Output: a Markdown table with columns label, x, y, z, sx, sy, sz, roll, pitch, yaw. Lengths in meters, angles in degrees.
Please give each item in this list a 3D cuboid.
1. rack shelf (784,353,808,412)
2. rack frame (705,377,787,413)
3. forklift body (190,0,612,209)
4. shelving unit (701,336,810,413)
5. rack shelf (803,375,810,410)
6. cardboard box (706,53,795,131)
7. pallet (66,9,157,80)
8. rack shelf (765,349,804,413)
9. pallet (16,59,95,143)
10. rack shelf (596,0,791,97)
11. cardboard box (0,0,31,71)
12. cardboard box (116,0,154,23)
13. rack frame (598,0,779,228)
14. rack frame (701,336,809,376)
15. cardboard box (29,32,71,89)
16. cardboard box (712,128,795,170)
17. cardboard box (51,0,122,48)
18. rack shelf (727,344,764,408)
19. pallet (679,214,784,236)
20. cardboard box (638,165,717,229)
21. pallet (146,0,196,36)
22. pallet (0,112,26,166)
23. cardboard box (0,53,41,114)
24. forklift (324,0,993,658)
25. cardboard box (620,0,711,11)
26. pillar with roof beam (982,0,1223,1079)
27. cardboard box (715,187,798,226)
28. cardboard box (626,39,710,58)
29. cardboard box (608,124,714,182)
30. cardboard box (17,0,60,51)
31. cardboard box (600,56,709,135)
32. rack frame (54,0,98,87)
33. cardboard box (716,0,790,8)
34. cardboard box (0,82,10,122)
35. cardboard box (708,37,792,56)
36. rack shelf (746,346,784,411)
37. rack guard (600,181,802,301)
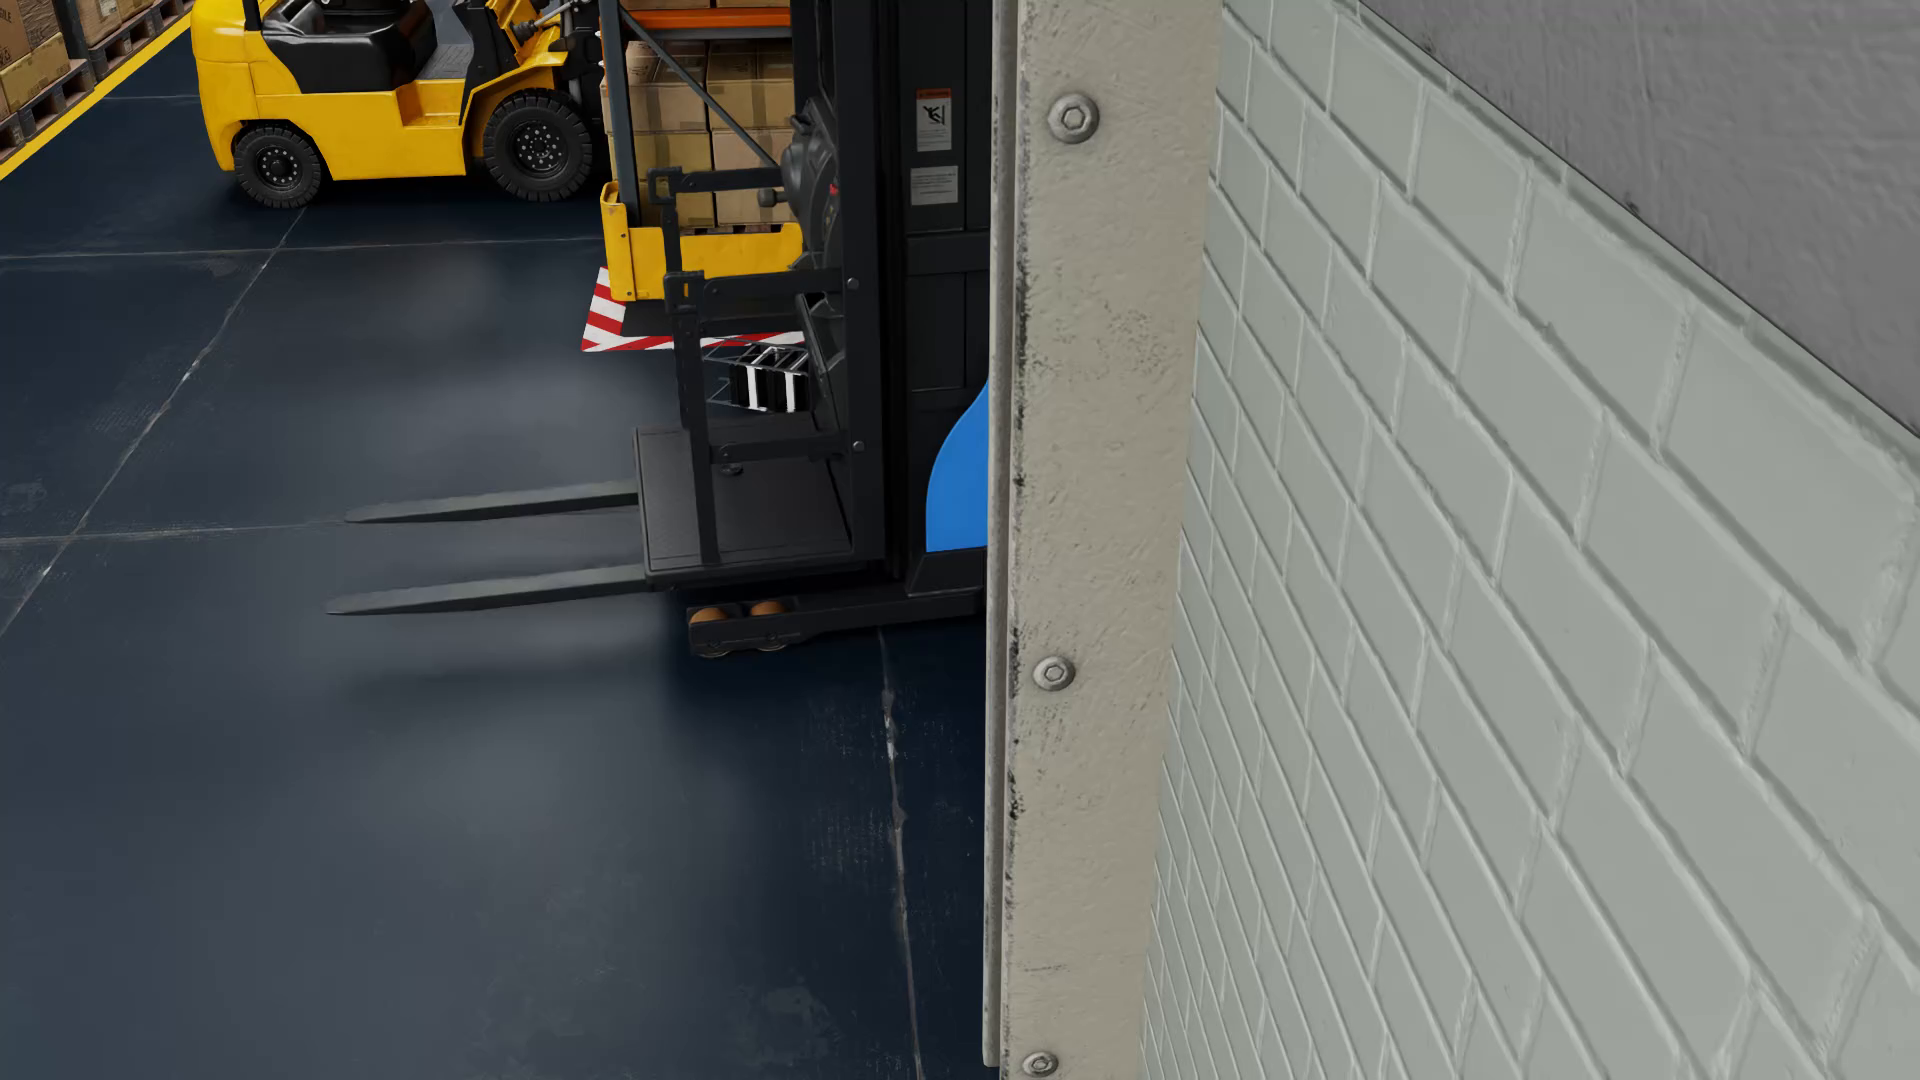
| label | x | y | z | sx | sy | sz | roll | pitch | yaw |
| --- | --- | --- | --- | --- | --- | --- | --- | --- | --- |
| rack shelf | -0.666 | -0.677 | 7.170 | 0.077 | 0.200 | 0.258 | 10 | 32 | 18 |
| rack frame | -0.696 | -0.595 | 7.232 | 0.900 | 0.006 | 0.240 | 10 | 32 | 18 |
| forklift body | -3.159 | -3.111 | 9.360 | 2.313 | 2.155 | 1.214 | -3 | 31 | -5 |
| shelving unit | -0.697 | -0.683 | 7.181 | 0.900 | 0.210 | 0.258 | 10 | 32 | 18 |
| rack shelf | -0.581 | -0.662 | 7.143 | 0.077 | 0.200 | 0.258 | 10 | 32 | 18 |
| cardboard box | -1.022 | -2.278 | 8.435 | 0.500 | 0.250 | 0.500 | -3 | 31 | -5 |
| pallet | -6.555 | -3.597 | 12.066 | 1.003 | 0.211 | 1.213 | -3 | 31 | -5 |
| rack shelf | -0.750 | -0.692 | 7.198 | 0.077 | 0.200 | 0.258 | 10 | 32 | 18 |
| pallet | -6.383 | -2.859 | 10.830 | 1.003 | 0.211 | 1.213 | -3 | 31 | -5 |
| rack shelf | -1.352 | -3.307 | 9.562 | 1.077 | 0.370 | 4.000 | -3 | 31 | -5 |
| cardboard box | -6.109 | -3.170 | 10.172 | 0.500 | 0.500 | 0.500 | -2 | 31 | -4 |
| cardboard box | -6.603 | -4.084 | 12.314 | 0.950 | 0.372 | 0.625 | -1 | 31 | -1 |
| rack frame | -1.165 | -2.594 | 7.668 | 1.000 | 3.000 | 0.127 | -3 | 31 | -5 |
| rack frame | -0.698 | -0.770 | 7.129 | 0.900 | 0.006 | 0.240 | 10 | 32 | 18 |
| cardboard box | -6.158 | -3.108 | 10.800 | 0.500 | 0.250 | 0.500 | -1 | 31 | -2 |
| cardboard box | -1.003 | -2.059 | 8.556 | 0.500 | 0.250 | 0.500 | -2 | 31 | -4 |
| cardboard box | -6.532 | -3.717 | 11.700 | 0.950 | 0.372 | 0.625 | -2 | 31 | -4 |
| rack shelf | -0.919 | -0.723 | 7.253 | 0.077 | 0.200 | 0.258 | 10 | 32 | 18 |
| pallet | -1.279 | -1.786 | 9.034 | 1.003 | 0.211 | 1.213 | -3 | 31 | -5 |
| cardboard box | -1.524 | -1.819 | 8.642 | 0.500 | 0.250 | 0.500 | -3 | 31 | -4 |
| pallet | -6.672 | -4.221 | 13.112 | 1.003 | 0.211 | 1.213 | -3 | 31 | -5 |
| pallet | -6.266 | -2.234 | 9.785 | 1.003 | 0.211 | 1.213 | -3 | 31 | -5 |
| cardboard box | -6.098 | -2.836 | 10.345 | 0.500 | 0.250 | 0.500 | -4 | 31 | -6 |
| forklift | -0.660 | -1.158 | 5.330 | 3.031 | 2.935 | 1.130 | -6 | 31 | -10 |
| cardboard box | -1.473 | -2.876 | 8.042 | 0.500 | 0.500 | 0.500 | -3 | 31 | -6 |
| pillar with roof beam | -4.059 | -2.299 | 1.323 | 9.100 | 9.000 | 0.400 | -3 | 31 | -5 |
| cardboard box | -1.017 | -1.854 | 8.701 | 0.500 | 0.250 | 0.500 | -3 | 31 | -4 |
| cardboard box | -1.573 | -2.504 | 8.814 | 0.500 | 0.250 | 0.500 | -2 | 31 | -4 |
| cardboard box | -1.522 | -2.042 | 8.528 | 0.500 | 0.250 | 0.500 | -3 | 31 | -5 |
| cardboard box | -6.158 | -3.429 | 10.607 | 0.500 | 0.500 | 0.500 | -3 | 31 | -5 |
| cardboard box | -1.519 | -2.244 | 8.378 | 0.500 | 0.250 | 0.500 | -2 | 31 | -3 |
| rack frame | -6.481 | -4.397 | 10.686 | 1.000 | 3.000 | 0.127 | -3 | 31 | -5 |
| cardboard box | -0.935 | -2.904 | 8.088 | 0.500 | 0.500 | 0.500 | -2 | 31 | -3 |
| cardboard box | -6.055 | -2.576 | 9.910 | 0.500 | 0.250 | 0.500 | -2 | 31 | -4 |
| cardboard box | -1.072 | -2.533 | 8.862 | 0.500 | 0.250 | 0.500 | -3 | 31 | -5 |
| rack shelf | -0.834 | -0.708 | 7.225 | 0.077 | 0.200 | 0.258 | 10 | 32 | 18 |
| rack guard | -1.163 | -1.509 | 8.289 | 1.175 | 0.500 | 0.348 | -3 | 31 | -5 |
